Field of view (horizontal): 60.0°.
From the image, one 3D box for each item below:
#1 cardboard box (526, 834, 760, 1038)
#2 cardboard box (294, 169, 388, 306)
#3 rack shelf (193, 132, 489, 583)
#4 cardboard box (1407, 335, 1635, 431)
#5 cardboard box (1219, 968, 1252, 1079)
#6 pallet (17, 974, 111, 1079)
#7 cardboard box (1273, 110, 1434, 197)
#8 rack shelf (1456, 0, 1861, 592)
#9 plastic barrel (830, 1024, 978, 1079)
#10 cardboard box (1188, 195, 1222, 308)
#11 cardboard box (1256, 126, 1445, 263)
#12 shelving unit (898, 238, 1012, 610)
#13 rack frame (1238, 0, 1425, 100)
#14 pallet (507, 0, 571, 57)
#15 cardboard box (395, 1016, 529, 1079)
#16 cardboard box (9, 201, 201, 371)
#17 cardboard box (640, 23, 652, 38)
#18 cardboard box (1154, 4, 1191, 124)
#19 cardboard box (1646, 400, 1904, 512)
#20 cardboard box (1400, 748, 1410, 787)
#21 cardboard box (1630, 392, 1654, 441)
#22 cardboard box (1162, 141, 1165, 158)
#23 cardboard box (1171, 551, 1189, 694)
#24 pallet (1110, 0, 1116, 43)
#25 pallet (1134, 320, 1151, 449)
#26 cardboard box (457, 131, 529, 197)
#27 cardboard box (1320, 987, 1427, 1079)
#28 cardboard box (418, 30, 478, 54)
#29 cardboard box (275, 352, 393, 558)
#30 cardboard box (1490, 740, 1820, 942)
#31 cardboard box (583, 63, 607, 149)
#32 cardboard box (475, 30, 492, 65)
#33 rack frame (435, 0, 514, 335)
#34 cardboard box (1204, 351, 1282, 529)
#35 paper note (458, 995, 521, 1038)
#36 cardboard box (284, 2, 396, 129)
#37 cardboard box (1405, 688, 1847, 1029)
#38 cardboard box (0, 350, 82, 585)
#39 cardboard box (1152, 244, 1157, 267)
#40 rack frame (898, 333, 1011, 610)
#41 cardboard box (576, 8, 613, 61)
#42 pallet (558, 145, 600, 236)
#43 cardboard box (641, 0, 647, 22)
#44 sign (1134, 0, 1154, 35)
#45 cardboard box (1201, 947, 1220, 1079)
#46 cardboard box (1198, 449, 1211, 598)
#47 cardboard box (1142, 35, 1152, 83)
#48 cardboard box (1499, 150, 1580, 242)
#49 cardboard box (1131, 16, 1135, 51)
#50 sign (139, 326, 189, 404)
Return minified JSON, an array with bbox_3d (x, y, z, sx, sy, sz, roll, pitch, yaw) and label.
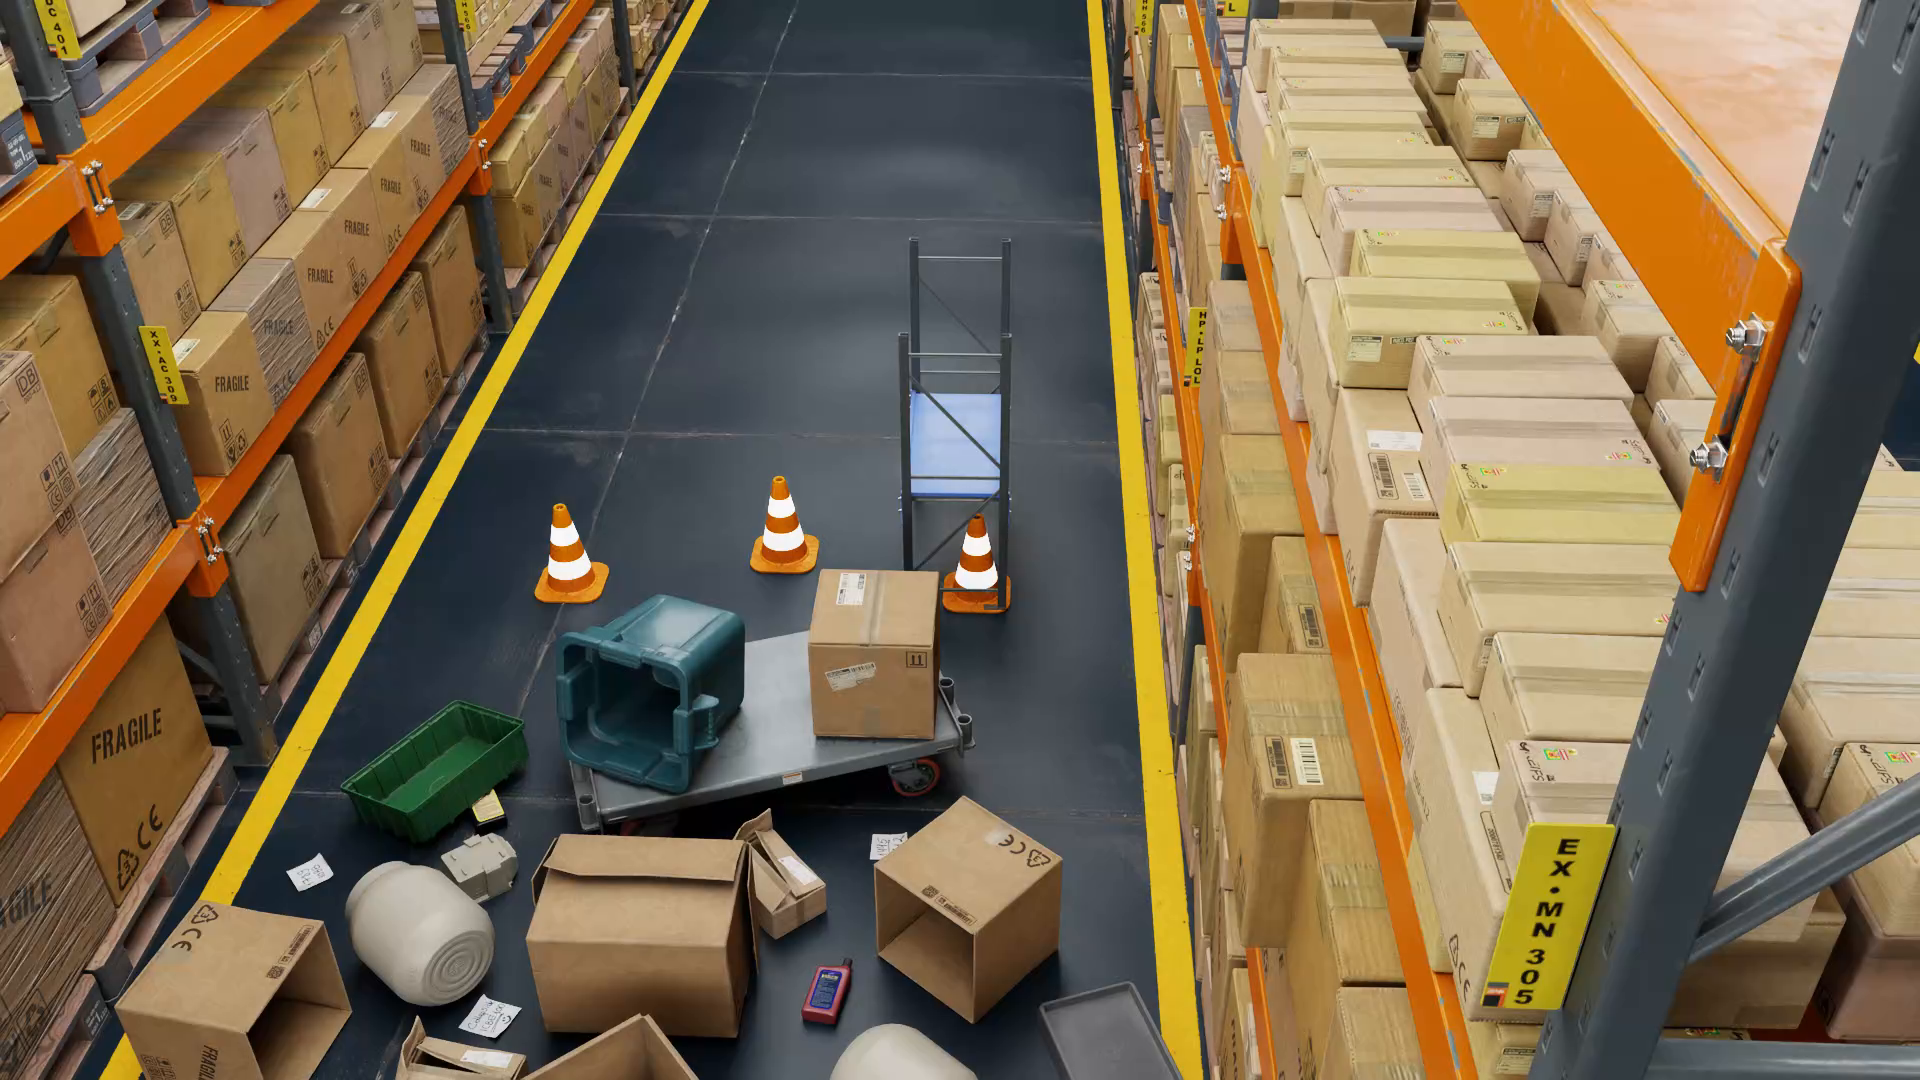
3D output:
[{"bbox_3d":[-1.157,1.442,6.089,0.797,0.637,0.503,1,35,2],"label":"cardboard box"},{"bbox_3d":[-3.164,-1.479,8.105,0.500,0.500,0.500,2,35,3],"label":"cardboard box"},{"bbox_3d":[-3.436,-1.128,8.318,1.077,0.370,4.000,1,35,2],"label":"rack shelf"},{"bbox_3d":[1.147,-0.300,3.430,0.380,0.149,0.250,0,35,1],"label":"cardboard box"},{"bbox_3d":[1.089,1.671,5.083,0.500,0.500,0.500,1,35,1],"label":"cardboard box"},{"bbox_3d":[-3.672,2.005,5.659,1.003,0.211,1.213,1,35,2],"label":"pallet"},{"bbox_3d":[1.057,-1.043,4.487,0.380,0.149,0.250,1,35,2],"label":"cardboard box"},{"bbox_3d":[1.353,-1.227,3.244,1.077,0.370,4.000,1,35,2],"label":"rack shelf"},{"bbox_3d":[-0.157,1.913,5.605,0.512,0.421,0.421,28,44,33],"label":"plastic barrel"},{"bbox_3d":[1.241,-1.107,6.952,0.500,0.500,0.500,2,35,2],"label":"cardboard box"},{"bbox_3d":[1.131,-0.962,4.718,0.500,0.250,0.500,1,35,1],"label":"cardboard box"},{"bbox_3d":[-0.011,-0.574,8.196,0.538,1.500,1.048,1,34,1],"label":"shelving unit"},{"bbox_3d":[1.434,-2.672,4.671,1.000,3.000,0.127,1,35,2],"label":"rack frame"},{"bbox_3d":[-3.317,-3.631,11.421,1.003,0.211,1.213,1,35,2],"label":"pallet"},{"bbox_3d":[-1.745,1.875,5.796,0.396,0.266,0.258,7,36,10],"label":"cardboard box"},{"bbox_3d":[-3.503,-1.009,6.566,0.700,0.500,0.500,1,35,1],"label":"cardboard box"},{"bbox_3d":[-2.891,-4.374,14.425,0.380,0.149,0.250,1,35,2],"label":"cardboard box"},{"bbox_3d":[1.345,-2.597,9.071,0.500,0.500,0.500,0,35,1],"label":"cardboard box"},{"bbox_3d":[1.556,-0.144,3.208,0.380,0.149,0.250,1,35,2],"label":"cardboard box"},{"bbox_3d":[1.030,0.449,3.057,0.380,0.149,0.250,2,35,3],"label":"cardboard box"},{"bbox_3d":[1.585,-0.076,3.458,0.500,0.250,0.500,2,35,3],"label":"cardboard box"},{"bbox_3d":[1.293,-2.084,8.906,0.380,0.149,0.250,-1,35,-1],"label":"cardboard box"},{"bbox_3d":[1.452,0.385,7.460,0.950,0.372,0.625,2,35,2],"label":"cardboard box"},{"bbox_3d":[1.910,-4.810,15.357,1.003,0.211,1.213,1,35,2],"label":"pallet"},{"bbox_3d":[1.561,-0.925,9.829,1.003,0.211,1.213,1,35,2],"label":"pallet"},{"bbox_3d":[-3.086,-2.418,10.684,0.500,0.250,0.500,0,35,0],"label":"cardboard box"},{"bbox_3d":[1.075,1.211,3.149,0.700,0.500,0.500,1,35,1],"label":"cardboard box"},{"bbox_3d":[-3.136,-3.035,10.000,0.380,0.149,0.250,3,35,4],"label":"cardboard box"},{"bbox_3d":[-3.539,-0.438,8.301,1.050,0.750,0.750,1,35,2],"label":"cardboard box"},{"bbox_3d":[0.991,0.429,2.393,0.380,0.149,0.250,2,35,2],"label":"cardboard box"},{"bbox_3d":[-2.994,-3.293,12.581,0.500,0.500,0.500,1,35,1],"label":"cardboard box"},{"bbox_3d":[-3.125,-3.047,10.276,0.380,0.149,0.250,3,35,4],"label":"cardboard box"},{"bbox_3d":[-3.356,-2.572,9.746,1.000,3.000,0.127,1,35,2],"label":"rack frame"},{"bbox_3d":[1.157,-0.248,5.225,0.700,0.500,0.500,2,35,2],"label":"cardboard box"},{"bbox_3d":[-1.743,1.767,6.162,0.172,0.023,0.155,13,37,18],"label":"paper note"},{"bbox_3d":[-3.403,-2.473,8.650,0.700,0.500,0.500,1,35,1],"label":"cardboard box"},{"bbox_3d":[1.024,0.493,2.648,0.500,0.250,0.500,1,35,1],"label":"cardboard box"},{"bbox_3d":[-3.472,-0.247,5.368,0.875,0.550,0.550,1,35,2],"label":"cardboard box"},{"bbox_3d":[1.705,-2.213,10.718,0.875,0.875,0.875,1,35,1],"label":"cardboard box"},{"bbox_3d":[-0.023,-0.288,7.776,0.500,1.500,0.032,1,34,1],"label":"rack frame"},{"bbox_3d":[-2.973,-3.892,12.781,0.500,0.250,0.500,0,35,1],"label":"cardboard box"},{"bbox_3d":[-3.271,-2.579,12.181,1.003,0.211,1.213,1,35,2],"label":"pallet"},{"bbox_3d":[-2.953,-4.641,14.546,0.380,0.149,0.250,0,35,-1],"label":"cardboard box"},{"bbox_3d":[1.039,-3.000,9.349,0.100,0.325,0.005,1,35,2],"label":"sign"},{"bbox_3d":[1.111,1.681,5.722,0.500,0.250,0.500,1,35,1],"label":"cardboard box"},{"bbox_3d":[1.137,-0.133,5.931,0.500,0.500,0.500,1,35,2],"label":"cardboard box"},{"bbox_3d":[1.360,-2.943,9.970,0.500,0.250,0.500,1,35,2],"label":"cardboard box"},{"bbox_3d":[1.613,-0.882,4.258,0.380,0.149,0.250,1,35,1],"label":"cardboard box"},{"bbox_3d":[1.396,-3.333,10.960,0.500,0.250,0.500,1,35,1],"label":"cardboard box"},{"bbox_3d":[-2.962,-0.648,6.187,0.100,0.325,0.005,1,35,2],"label":"sign"}]
